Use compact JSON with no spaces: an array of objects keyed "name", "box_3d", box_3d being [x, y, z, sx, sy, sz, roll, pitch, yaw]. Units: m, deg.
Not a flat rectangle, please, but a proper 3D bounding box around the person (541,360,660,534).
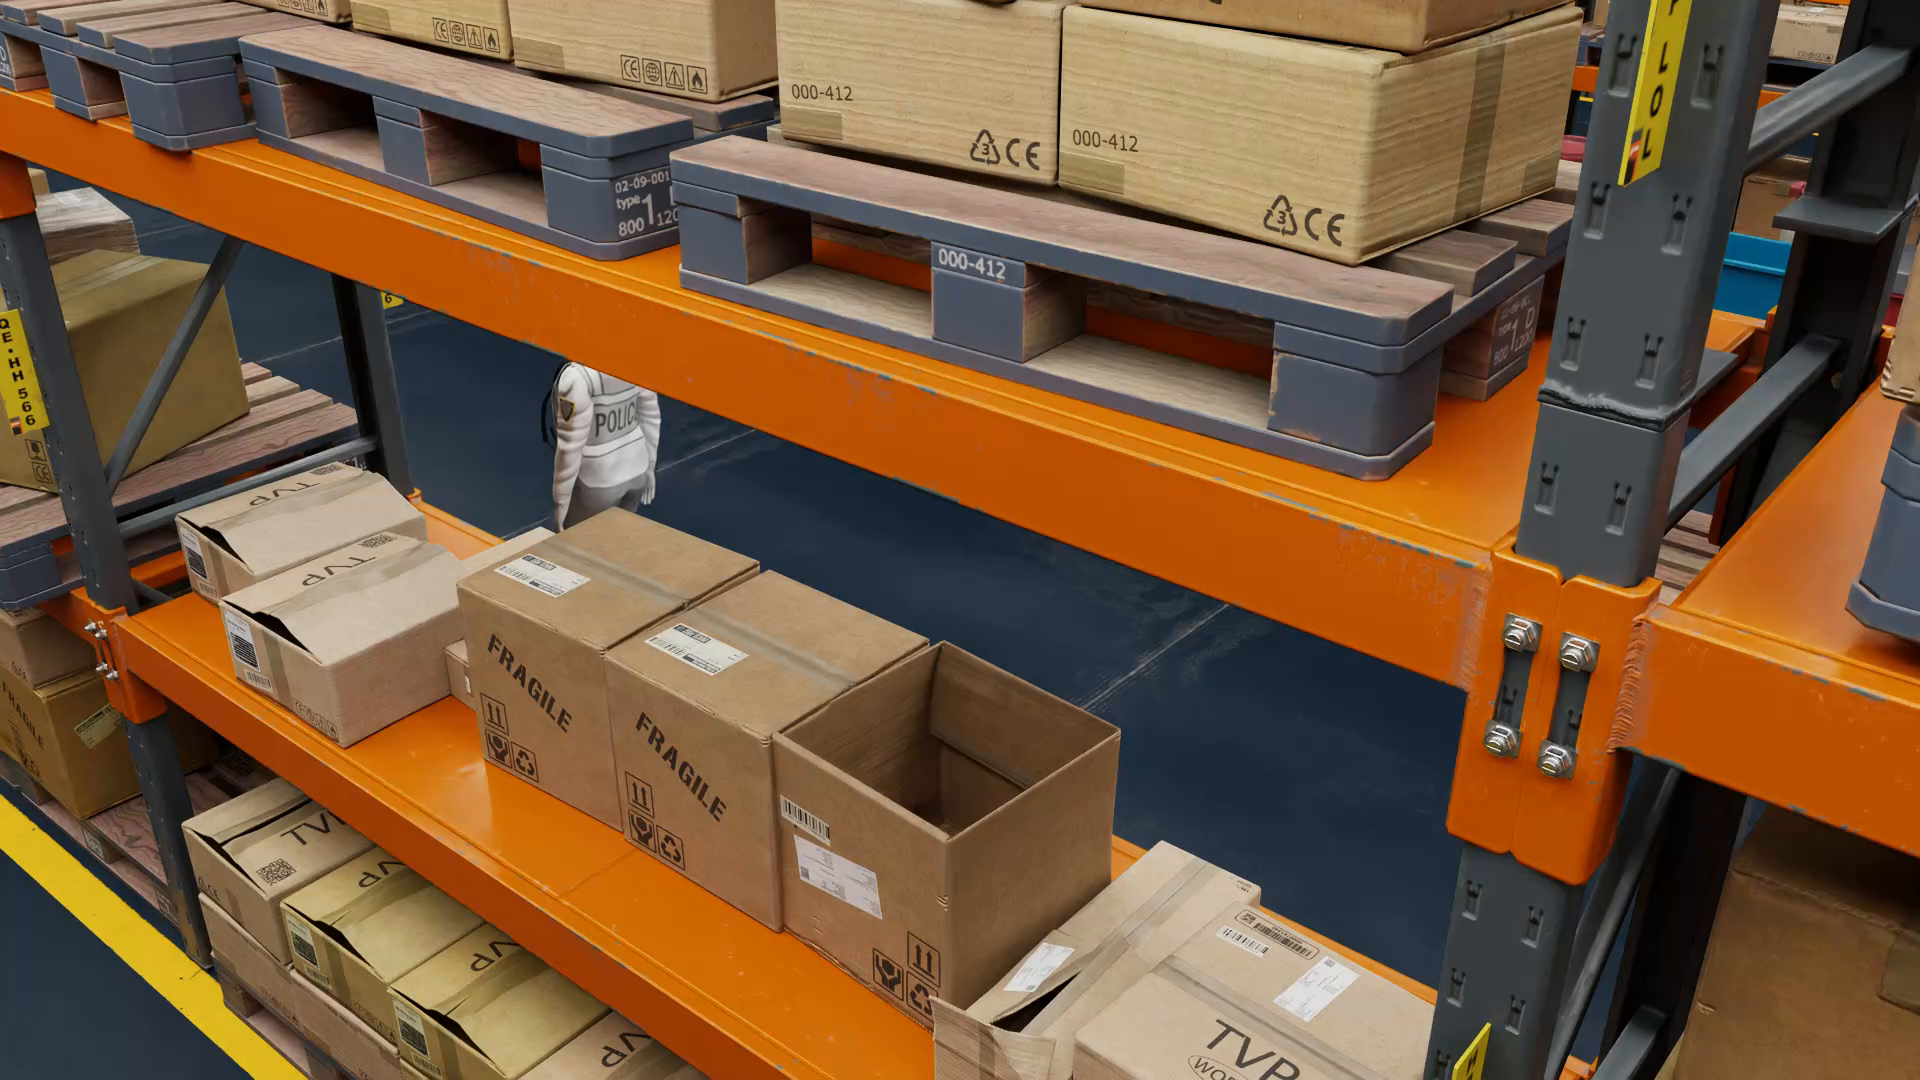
[{"name":"person","box_3d":[-1.418,-0.224,6.513,0.644,1.642,0.522,16,32,28]}]
